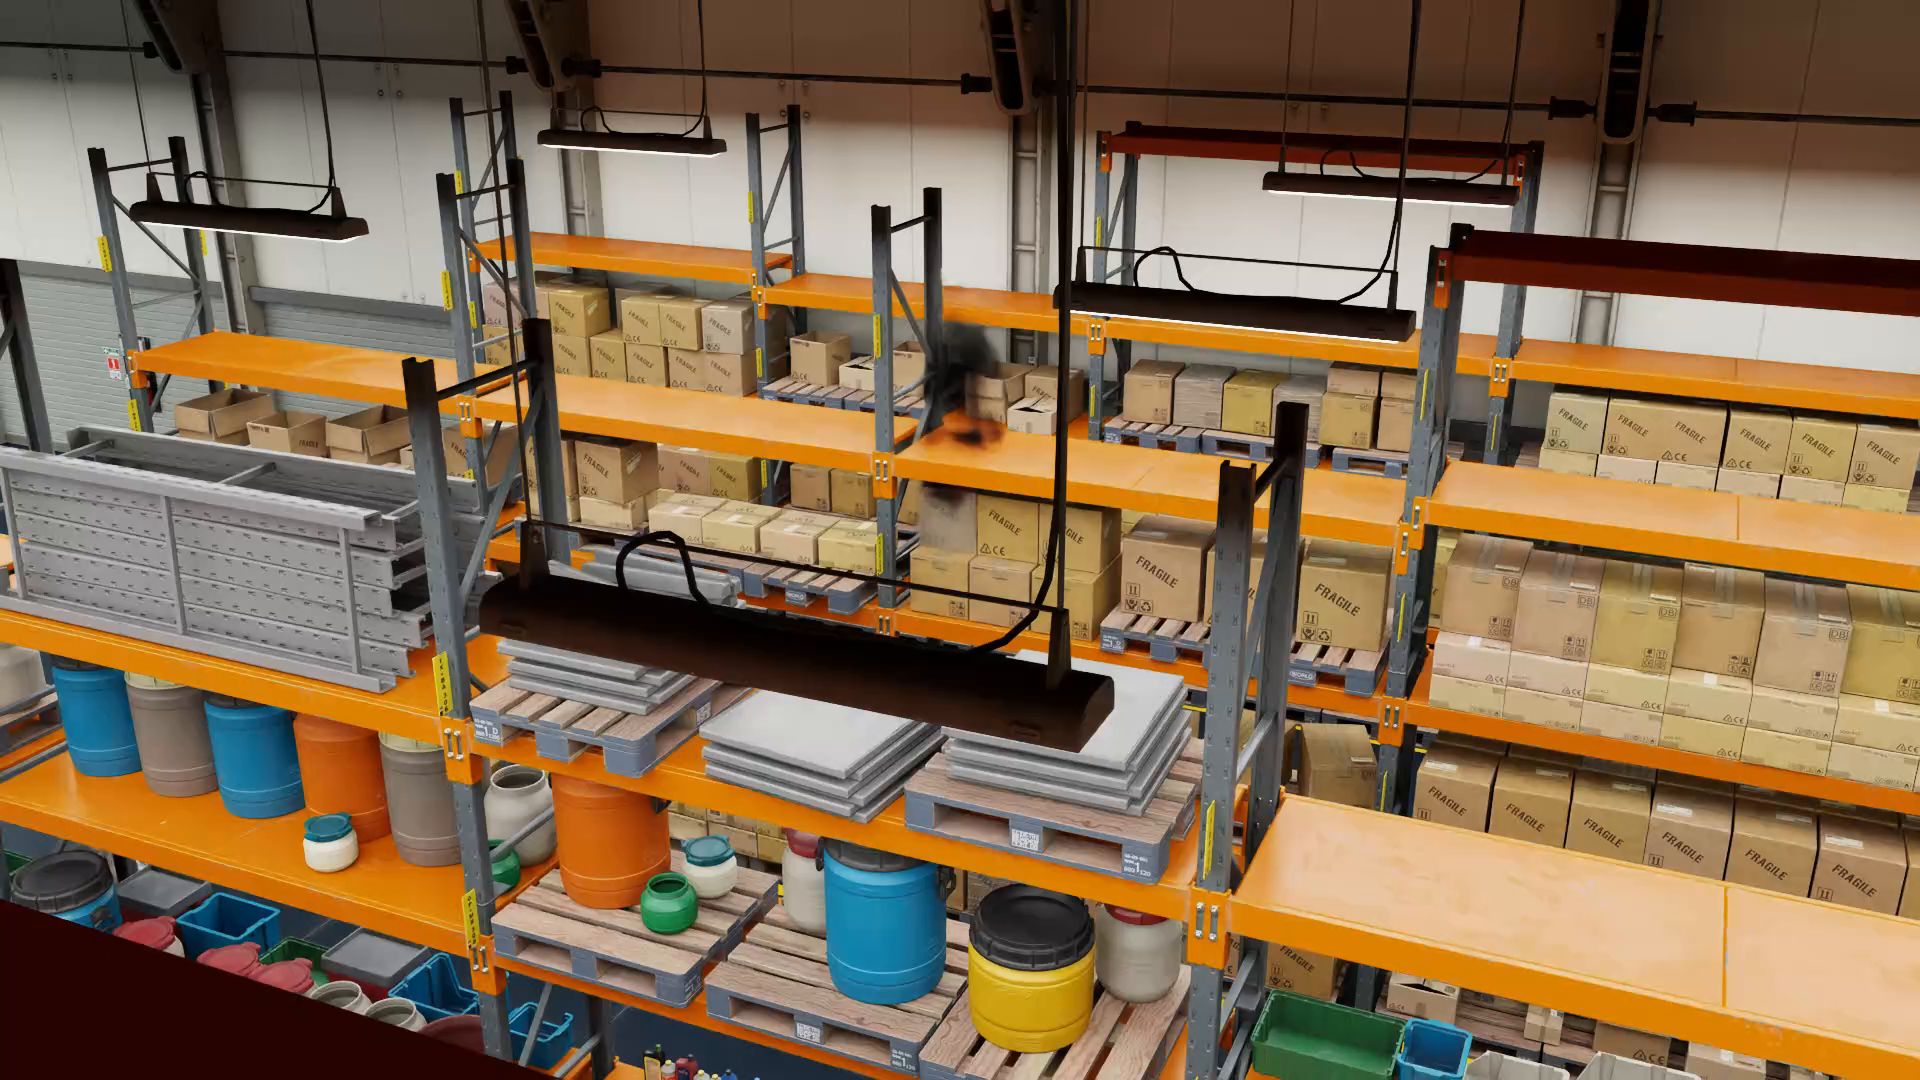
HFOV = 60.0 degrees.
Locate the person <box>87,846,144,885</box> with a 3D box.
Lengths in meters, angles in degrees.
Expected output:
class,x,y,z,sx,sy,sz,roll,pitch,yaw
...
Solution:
class,x,y,z,sx,sy,sz,roll,pitch,yaw
person,-7.182,2.371,13.983,0.738,1.706,0.650,11,23,27
